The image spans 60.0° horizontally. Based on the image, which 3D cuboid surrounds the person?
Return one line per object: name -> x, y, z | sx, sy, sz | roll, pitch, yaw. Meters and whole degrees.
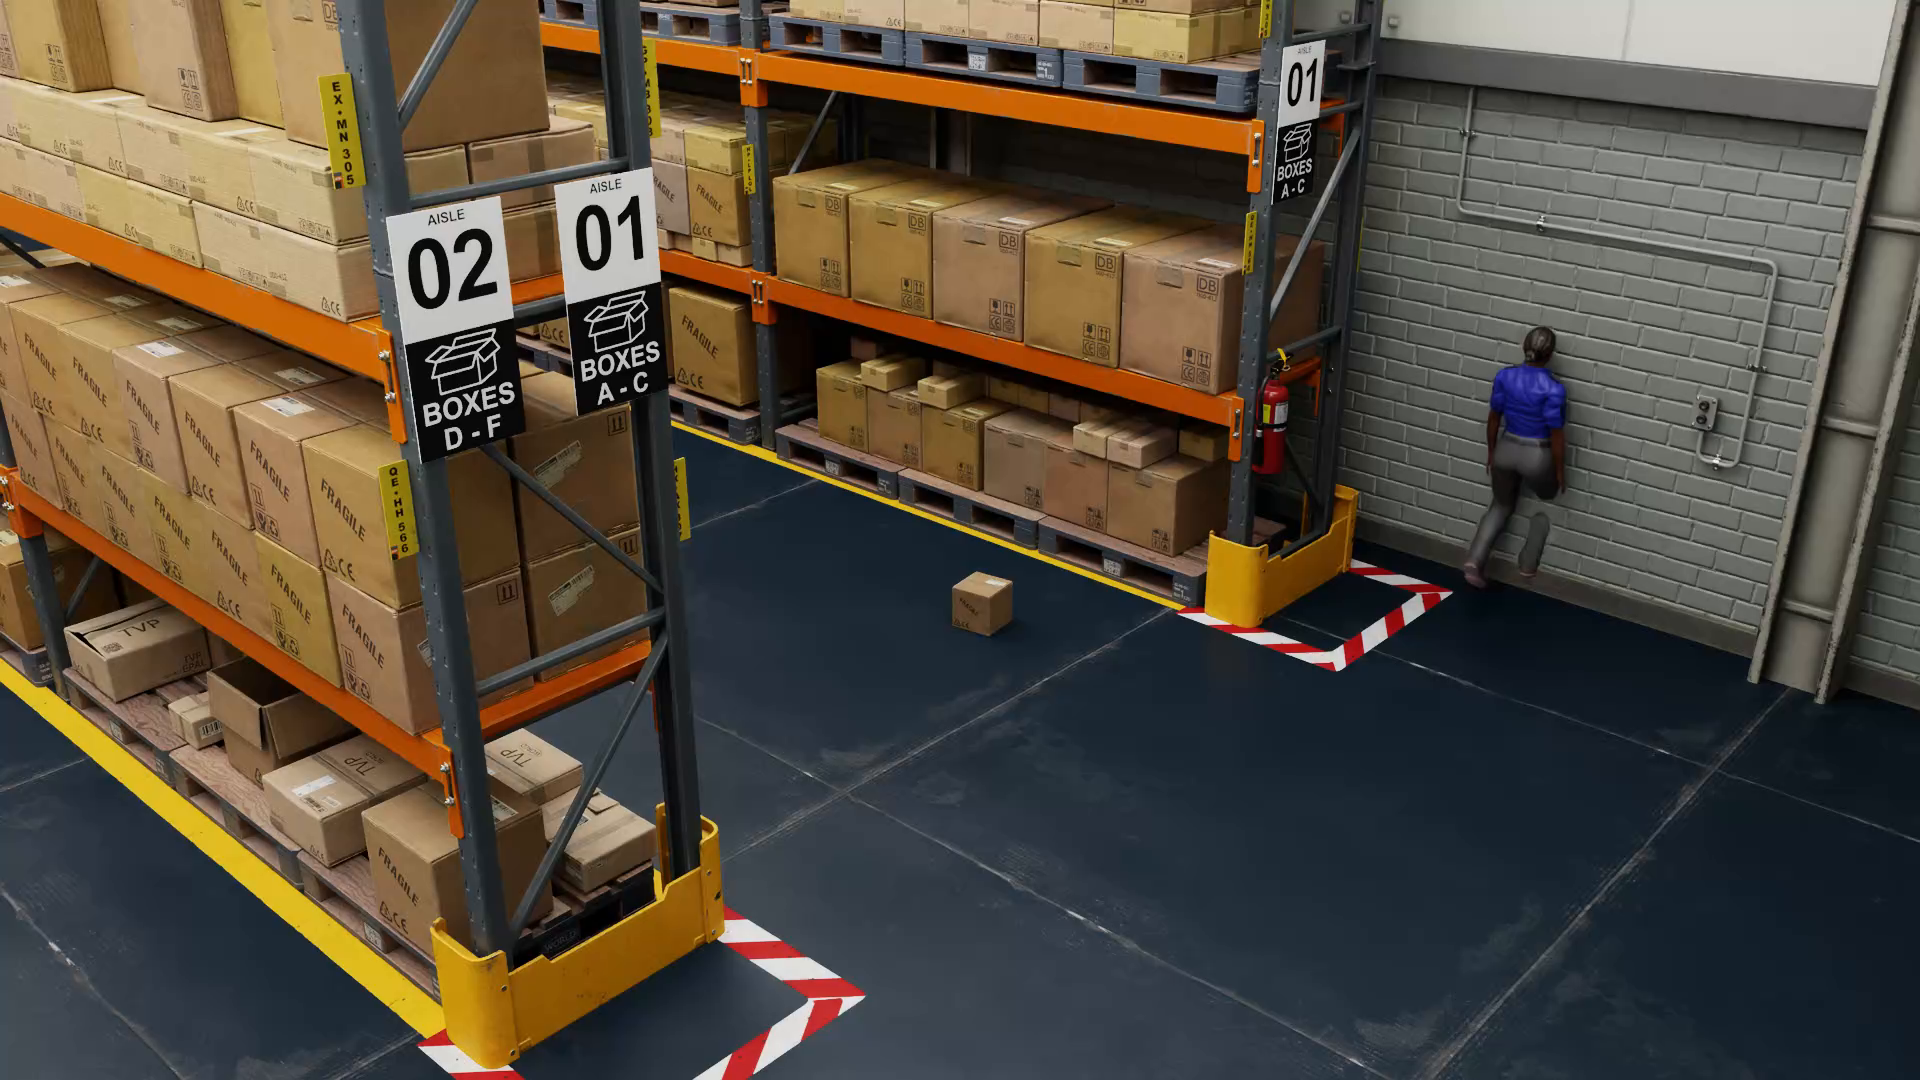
person -> 3.280, -0.462, 9.626 | 0.469, 1.641, 0.631 | 22, 32, 40
